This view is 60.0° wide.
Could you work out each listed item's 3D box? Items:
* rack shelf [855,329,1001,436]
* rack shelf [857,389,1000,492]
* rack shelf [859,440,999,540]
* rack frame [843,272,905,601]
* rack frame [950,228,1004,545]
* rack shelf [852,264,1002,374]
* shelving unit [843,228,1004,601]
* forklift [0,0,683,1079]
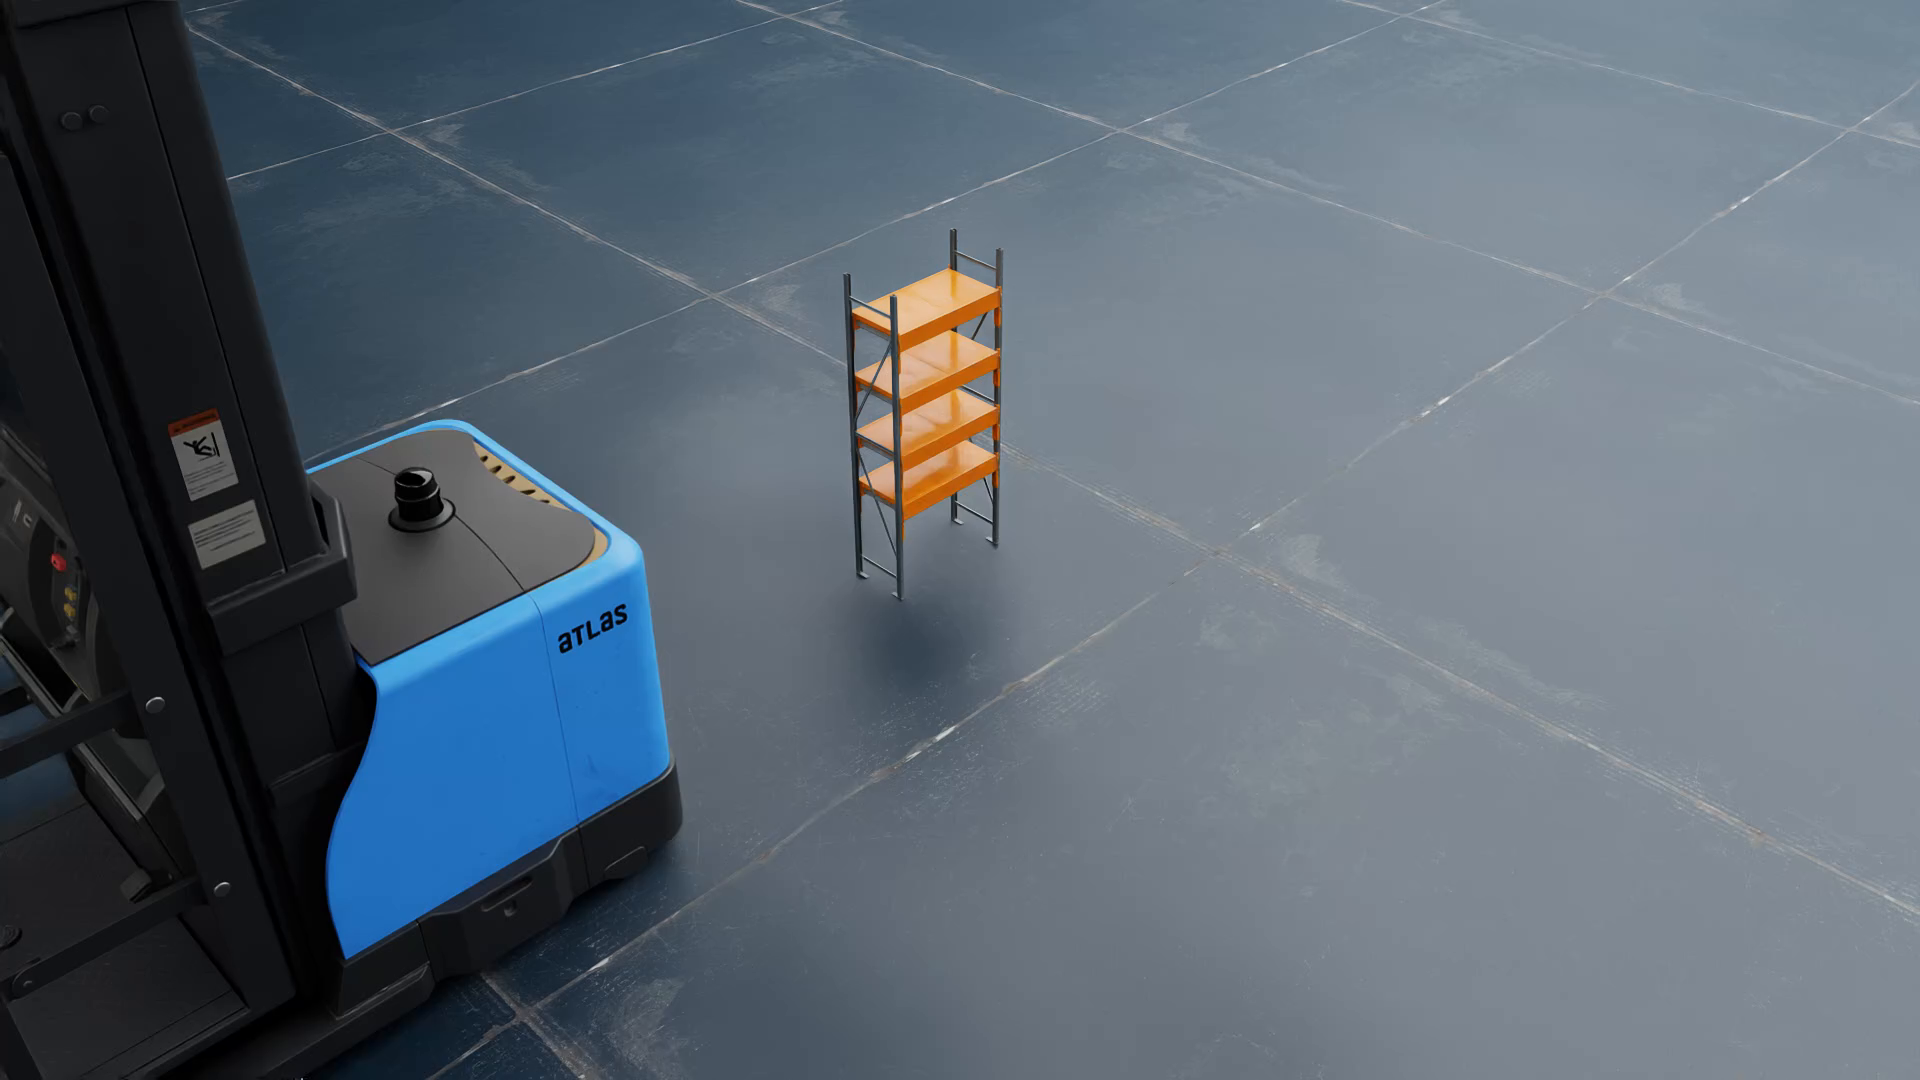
[{"bbox_3d":[-0.117,-0.553,5.721,0.258,0.148,0.480,30,45,35],"label":"rack shelf"},{"bbox_3d":[-0.117,-0.370,5.849,0.258,0.148,0.480,30,45,35],"label":"rack shelf"},{"bbox_3d":[-0.117,-0.207,5.963,0.258,0.148,0.480,30,45,35],"label":"rack shelf"},{"bbox_3d":[-0.289,-0.326,5.668,0.240,1.200,0.015,30,45,35],"label":"rack frame"},{"bbox_3d":[0.055,-0.524,5.952,0.240,1.200,0.015,30,45,35],"label":"rack frame"},{"bbox_3d":[-0.117,-0.747,5.586,0.258,0.148,0.480,30,45,35],"label":"rack shelf"},{"bbox_3d":[-0.117,-0.425,5.810,0.258,1.200,0.503,30,45,35],"label":"shelving unit"},{"bbox_3d":[-2.228,0.083,3.569,3.031,2.935,1.130,-29,44,-35],"label":"forklift"}]
